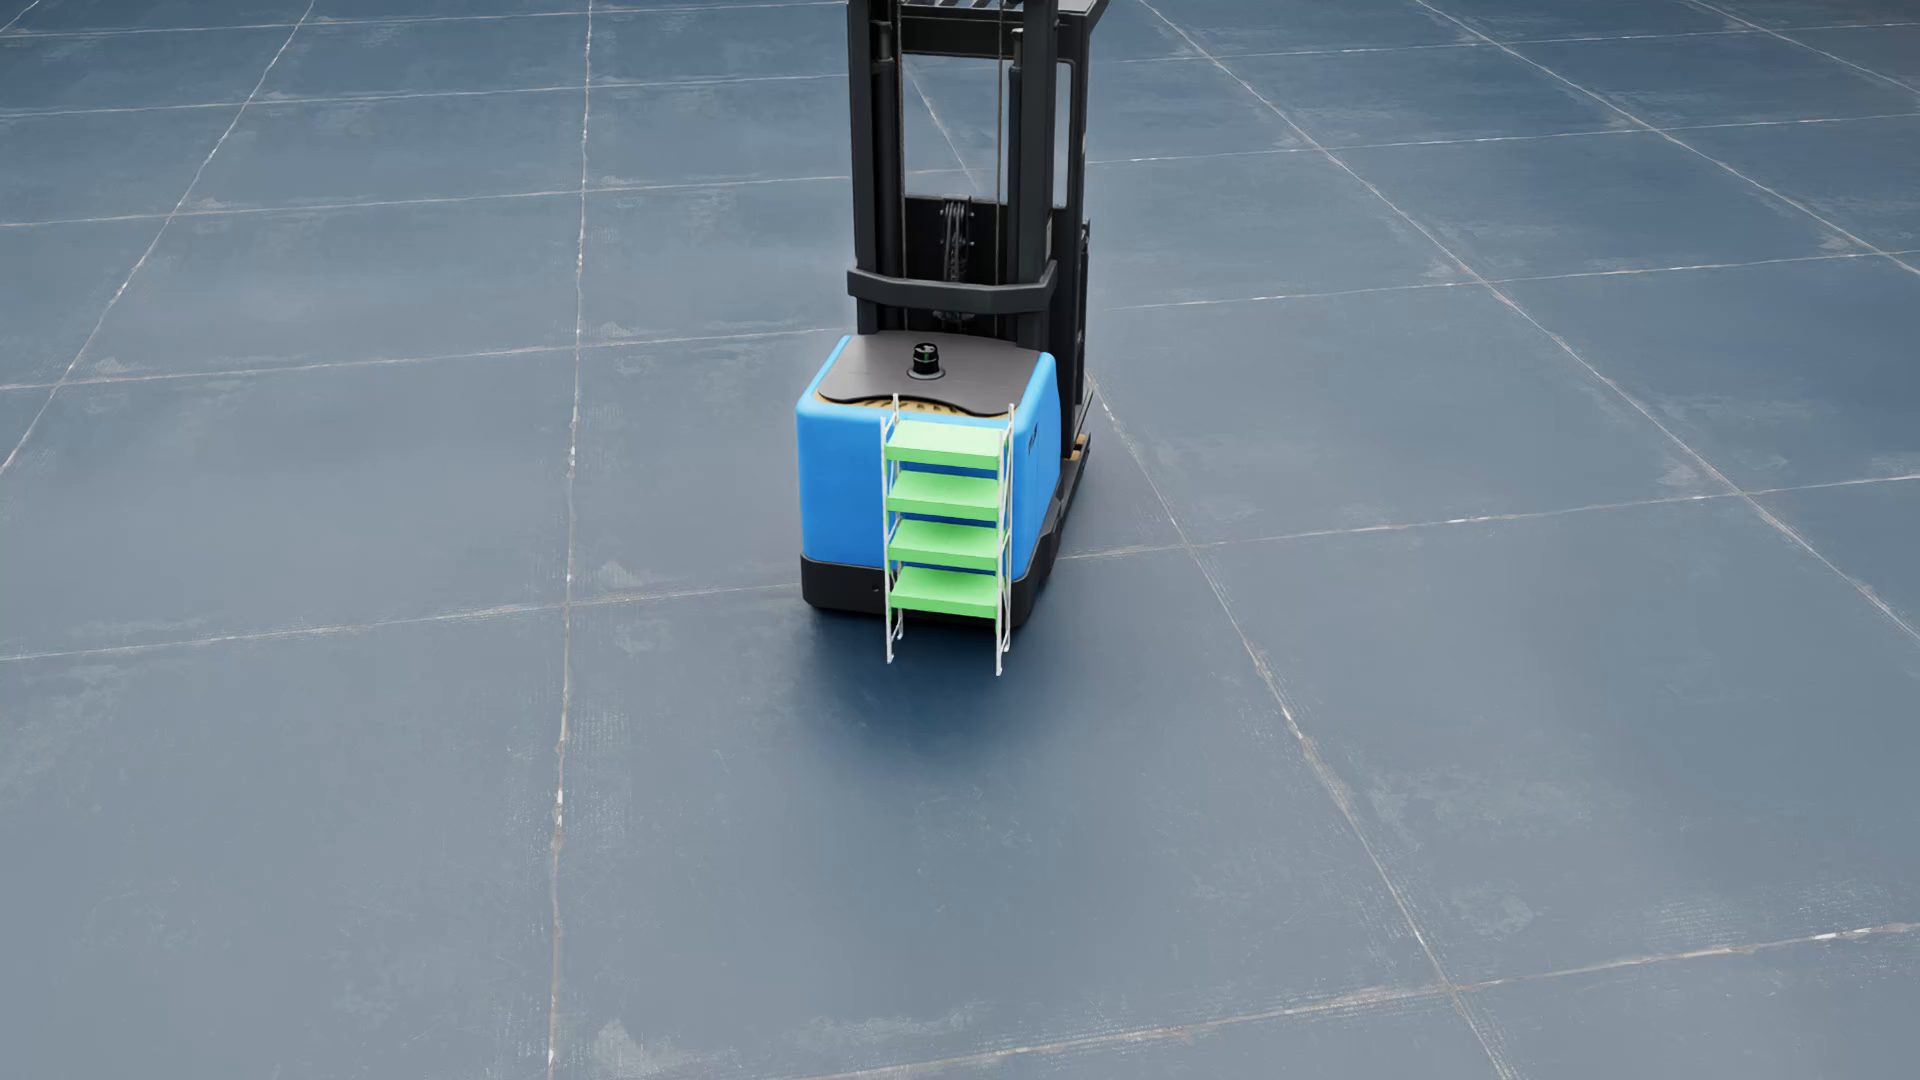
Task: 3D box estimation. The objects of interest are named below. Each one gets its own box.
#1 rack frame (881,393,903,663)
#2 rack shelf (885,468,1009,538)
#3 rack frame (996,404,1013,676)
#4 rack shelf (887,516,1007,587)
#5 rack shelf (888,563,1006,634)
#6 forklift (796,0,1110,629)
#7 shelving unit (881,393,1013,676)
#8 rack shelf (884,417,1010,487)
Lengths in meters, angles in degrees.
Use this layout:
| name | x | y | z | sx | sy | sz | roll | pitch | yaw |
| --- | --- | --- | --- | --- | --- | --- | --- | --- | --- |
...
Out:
| name | x | y | z | sx | sy | sz | roll | pitch | yaw |
| --- | --- | --- | --- | --- | --- | --- | --- | --- | --- |
| rack frame | -0.289 | -0.033 | 7.121 | 0.015 | 1.200 | 0.240 | 6 | 31 | 10 |
| rack shelf | -0.050 | -0.159 | 6.988 | 0.480 | 0.148 | 0.258 | 6 | 31 | 10 |
| rack frame | 0.189 | 0.017 | 7.036 | 0.015 | 1.200 | 0.240 | 6 | 31 | 10 |
| rack shelf | -0.050 | 0.047 | 7.111 | 0.480 | 0.148 | 0.258 | 6 | 31 | 10 |
| rack shelf | -0.050 | 0.253 | 7.234 | 0.480 | 0.148 | 0.258 | 6 | 31 | 10 |
| forklift | 0.088 | -1.601 | 8.080 | 1.130 | 2.935 | 3.031 | 6 | 31 | 11 |
| shelving unit | -0.050 | -0.008 | 7.079 | 0.503 | 1.200 | 0.258 | 6 | 31 | 10 |
| rack shelf | -0.051 | -0.366 | 6.866 | 0.480 | 0.148 | 0.258 | 6 | 31 | 10 |
